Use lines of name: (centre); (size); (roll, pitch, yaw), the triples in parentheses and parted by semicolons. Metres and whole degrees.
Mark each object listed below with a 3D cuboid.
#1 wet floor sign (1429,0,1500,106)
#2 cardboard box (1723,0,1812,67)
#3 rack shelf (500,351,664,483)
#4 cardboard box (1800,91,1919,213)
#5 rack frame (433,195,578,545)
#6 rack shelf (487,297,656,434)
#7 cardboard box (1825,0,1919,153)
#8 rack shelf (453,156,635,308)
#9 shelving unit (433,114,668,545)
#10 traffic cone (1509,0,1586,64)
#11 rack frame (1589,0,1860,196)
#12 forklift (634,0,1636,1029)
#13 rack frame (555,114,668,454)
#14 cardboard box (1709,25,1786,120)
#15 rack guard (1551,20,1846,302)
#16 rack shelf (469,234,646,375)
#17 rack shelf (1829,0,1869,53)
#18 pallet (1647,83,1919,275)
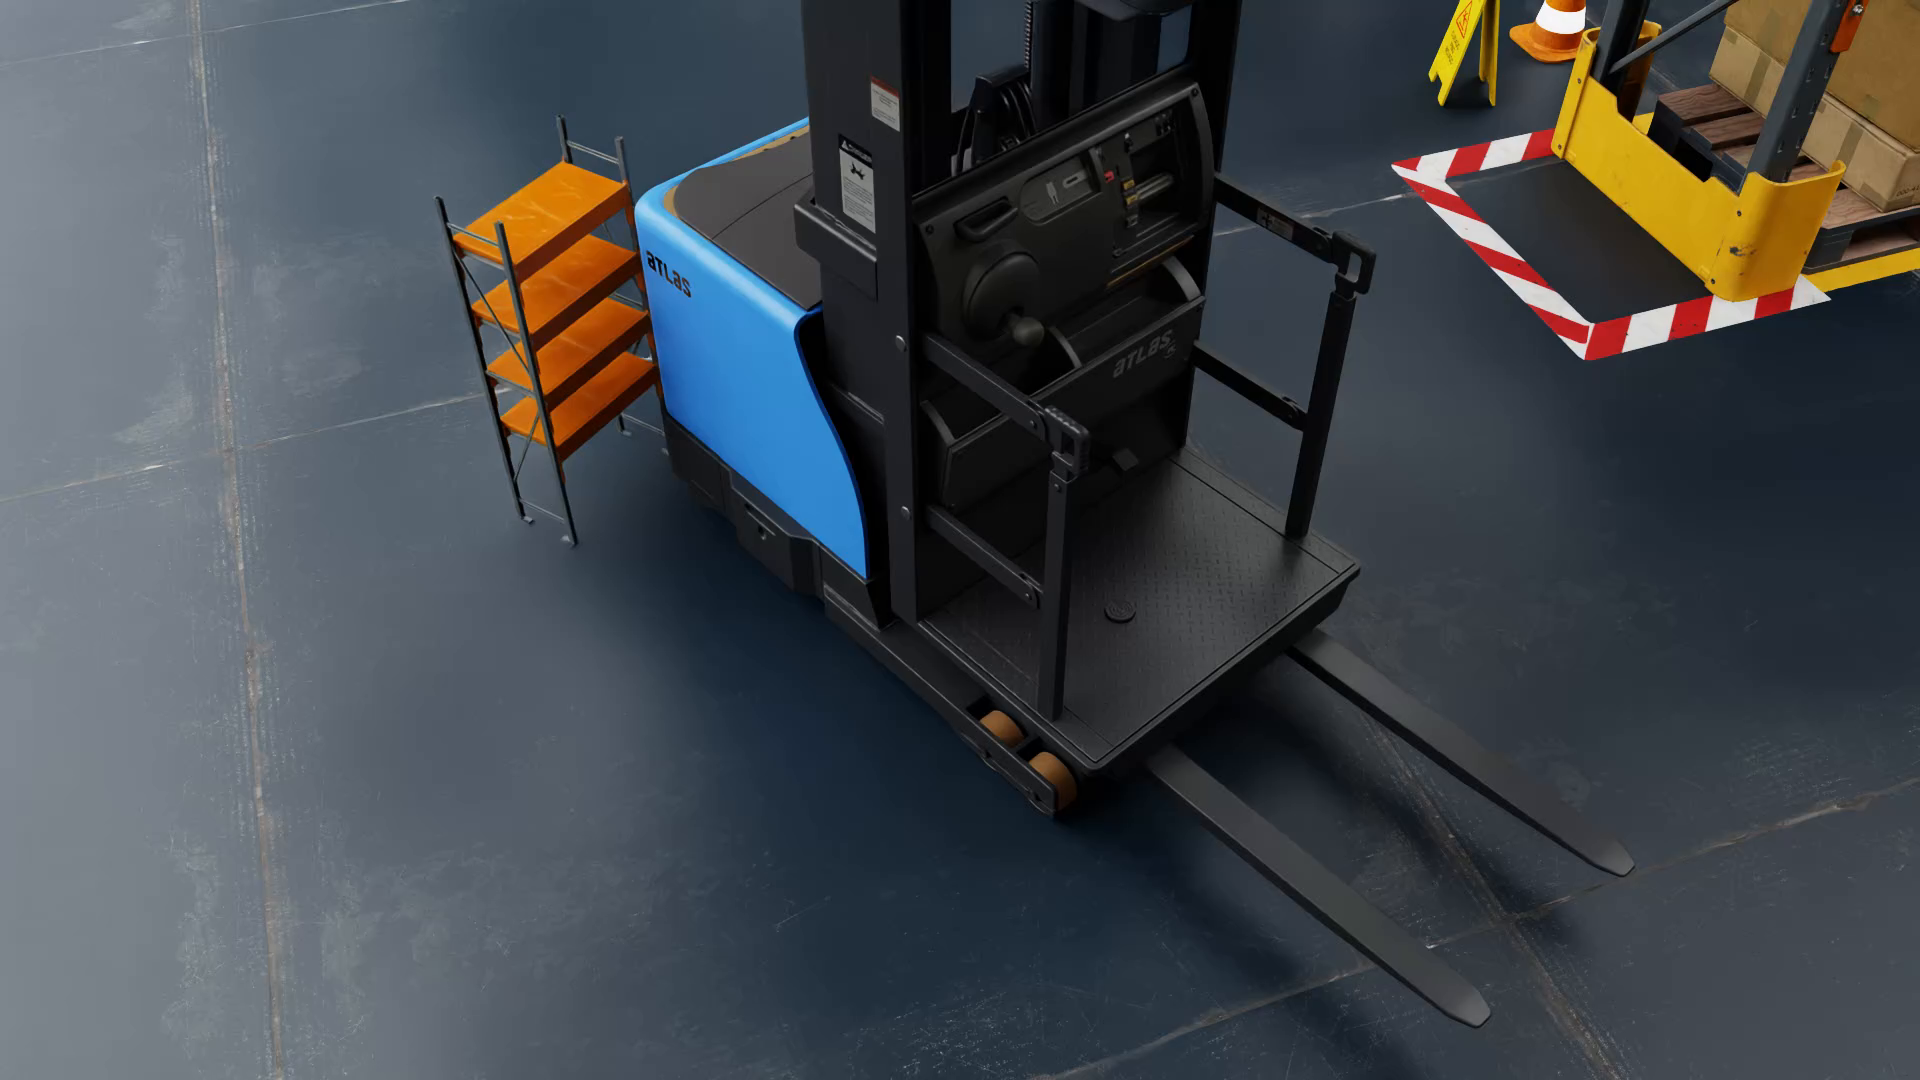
wet floor sign: (2.166, -2.171, 6.958); (0.232, 0.644, 0.267); (0, 45, 0)
cardboard box: (3.373, -2.144, 6.384); (0.500, 0.500, 0.500); (-14, 47, -14)
rack shelf: (-1.181, -0.415, 5.191); (0.258, 0.148, 0.480); (24, 50, 22)
cardboard box: (3.561, -1.522, 6.294); (0.500, 0.250, 0.500); (-15, 47, -14)
rack frame: (-1.311, -0.456, 4.857); (0.240, 1.200, 0.015); (24, 50, 22)
rack shelf: (-1.181, -0.555, 5.051); (0.258, 0.148, 0.480); (24, 50, 22)
cardboard box: (3.583, -1.793, 6.035); (0.500, 0.500, 0.500); (-16, 47, -15)
rack shelf: (-1.183, -0.881, 4.725); (0.258, 0.148, 0.480); (24, 50, 22)
shelving unit: (-1.182, -0.603, 5.003); (0.258, 1.200, 0.503); (24, 50, 22)
traffic cone: (2.675, -2.402, 7.318); (0.334, 0.463, 0.336); (-14, 47, -14)
rack frame: (2.708, -2.335, 5.460); (0.127, 3.000, 1.000); (-14, 47, -14)
forklift: (0.419, -0.708, 3.886); (1.130, 2.935, 3.031); (-33, 54, -28)
rack frame: (-1.052, -0.750, 5.149); (0.240, 1.200, 0.015); (24, 50, 22)
cardboard box: (3.400, -1.892, 6.663); (0.500, 0.250, 0.500); (-15, 47, -14)
rack guard: (2.780, -1.471, 6.363); (0.348, 0.500, 1.175); (-14, 47, -14)
rack shelf: (-1.182, -0.714, 4.893); (0.258, 0.148, 0.480); (24, 50, 22)
rack shelf: (4.589, -2.562, 6.194); (4.000, 0.370, 1.077); (-14, 47, -14)
pallet: (3.556, -1.541, 6.637); (1.213, 0.211, 1.003); (-14, 47, -14)
